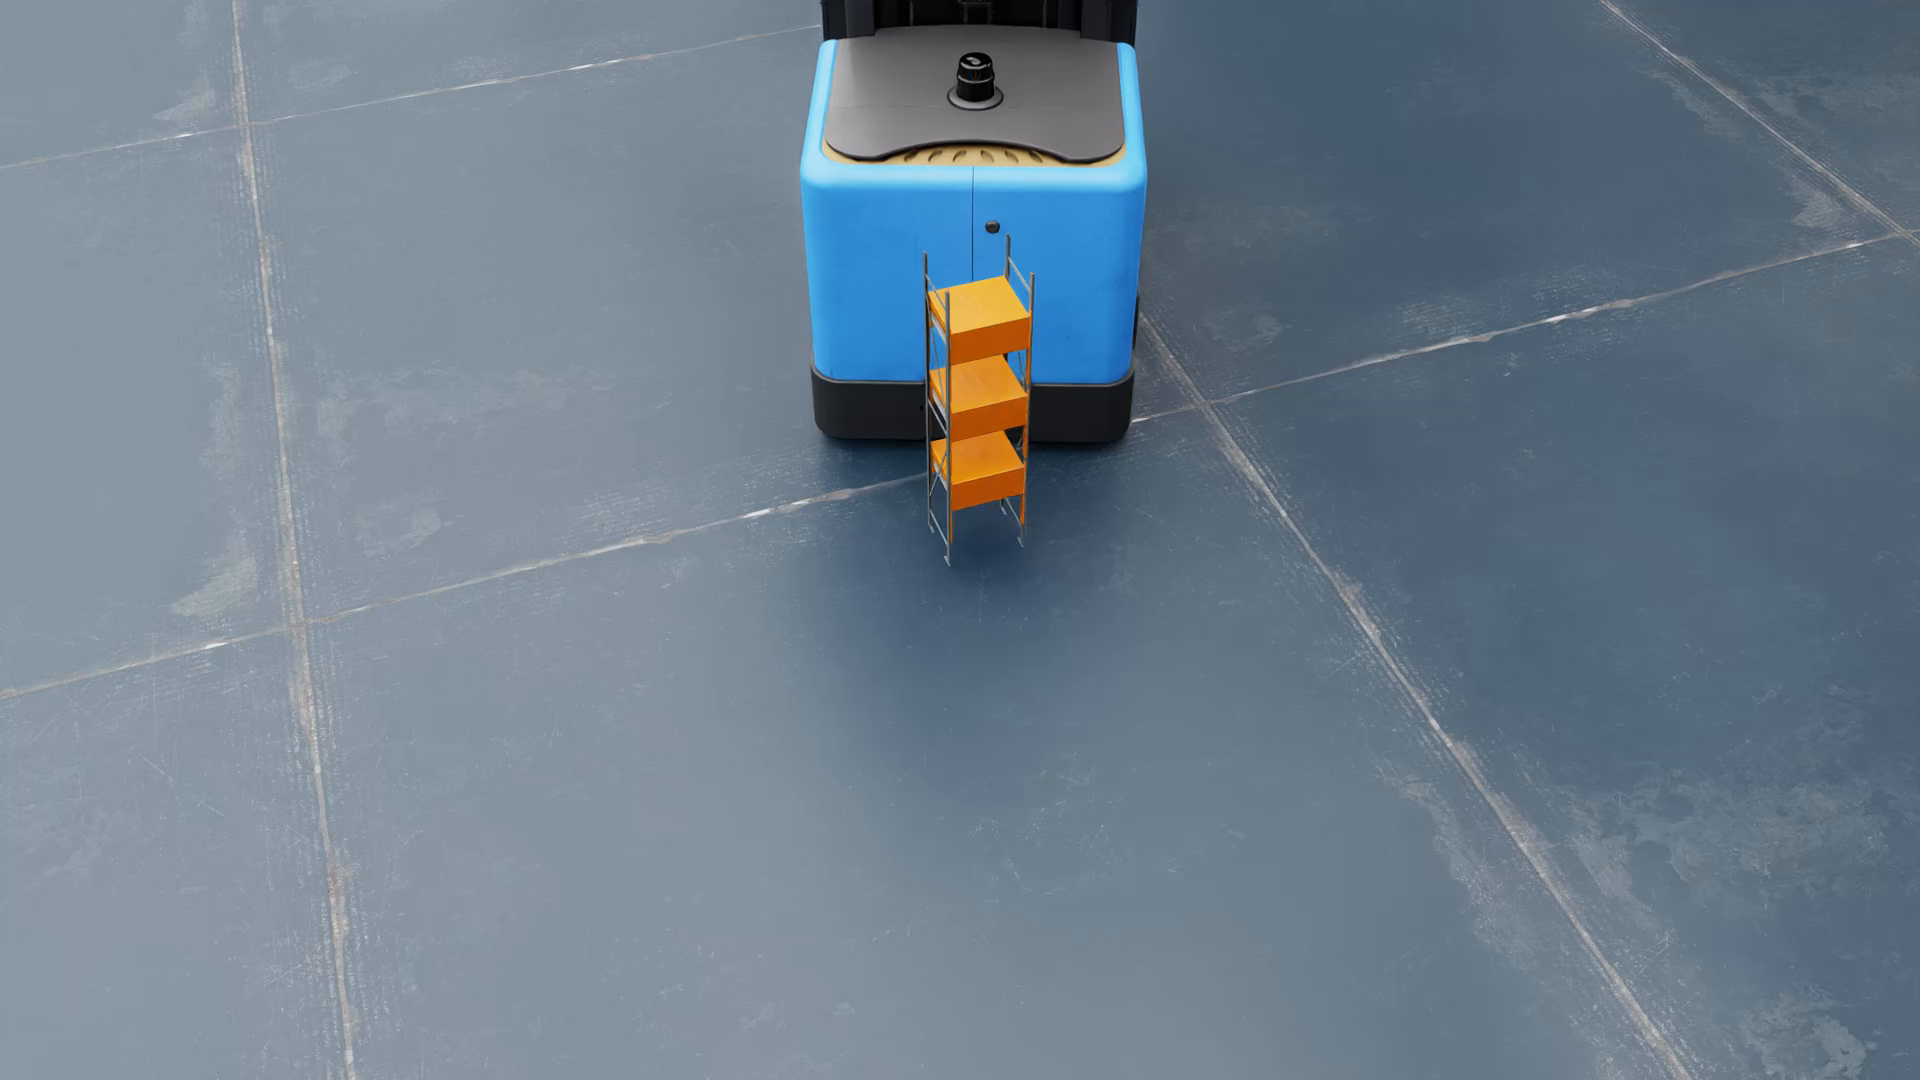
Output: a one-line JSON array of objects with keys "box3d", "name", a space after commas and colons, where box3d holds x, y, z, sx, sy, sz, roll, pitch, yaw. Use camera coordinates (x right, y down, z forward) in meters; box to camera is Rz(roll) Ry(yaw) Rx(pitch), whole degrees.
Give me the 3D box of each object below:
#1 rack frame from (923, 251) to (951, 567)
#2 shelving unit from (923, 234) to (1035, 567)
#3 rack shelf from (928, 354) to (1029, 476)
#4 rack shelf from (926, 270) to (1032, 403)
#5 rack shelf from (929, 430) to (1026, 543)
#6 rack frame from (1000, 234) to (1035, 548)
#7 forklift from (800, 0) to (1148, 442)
[{"box3d": [-0.064, -0.354, 4.862, 0.008, 1.050, 0.200, -14, 47, -14], "name": "rack frame"}, {"box3d": [0.050, -0.383, 4.891, 0.252, 1.050, 0.215, -14, 47, -14], "name": "shelving unit"}, {"box3d": [0.050, -0.376, 4.898, 0.240, 0.259, 0.215, -14, 47, -14], "name": "rack shelf"}, {"box3d": [0.050, -0.576, 4.697, 0.240, 0.259, 0.215, -14, 47, -14], "name": "rack shelf"}, {"box3d": [0.050, -0.180, 5.095, 0.240, 0.259, 0.215, -14, 47, -14], "name": "rack shelf"}, {"box3d": [0.165, -0.413, 4.920, 0.008, 1.050, 0.200, -14, 47, -14], "name": "rack frame"}, {"box3d": [0.072, -2.383, 5.556, 1.130, 2.935, 3.031, 1, 45, 1], "name": "forklift"}]
